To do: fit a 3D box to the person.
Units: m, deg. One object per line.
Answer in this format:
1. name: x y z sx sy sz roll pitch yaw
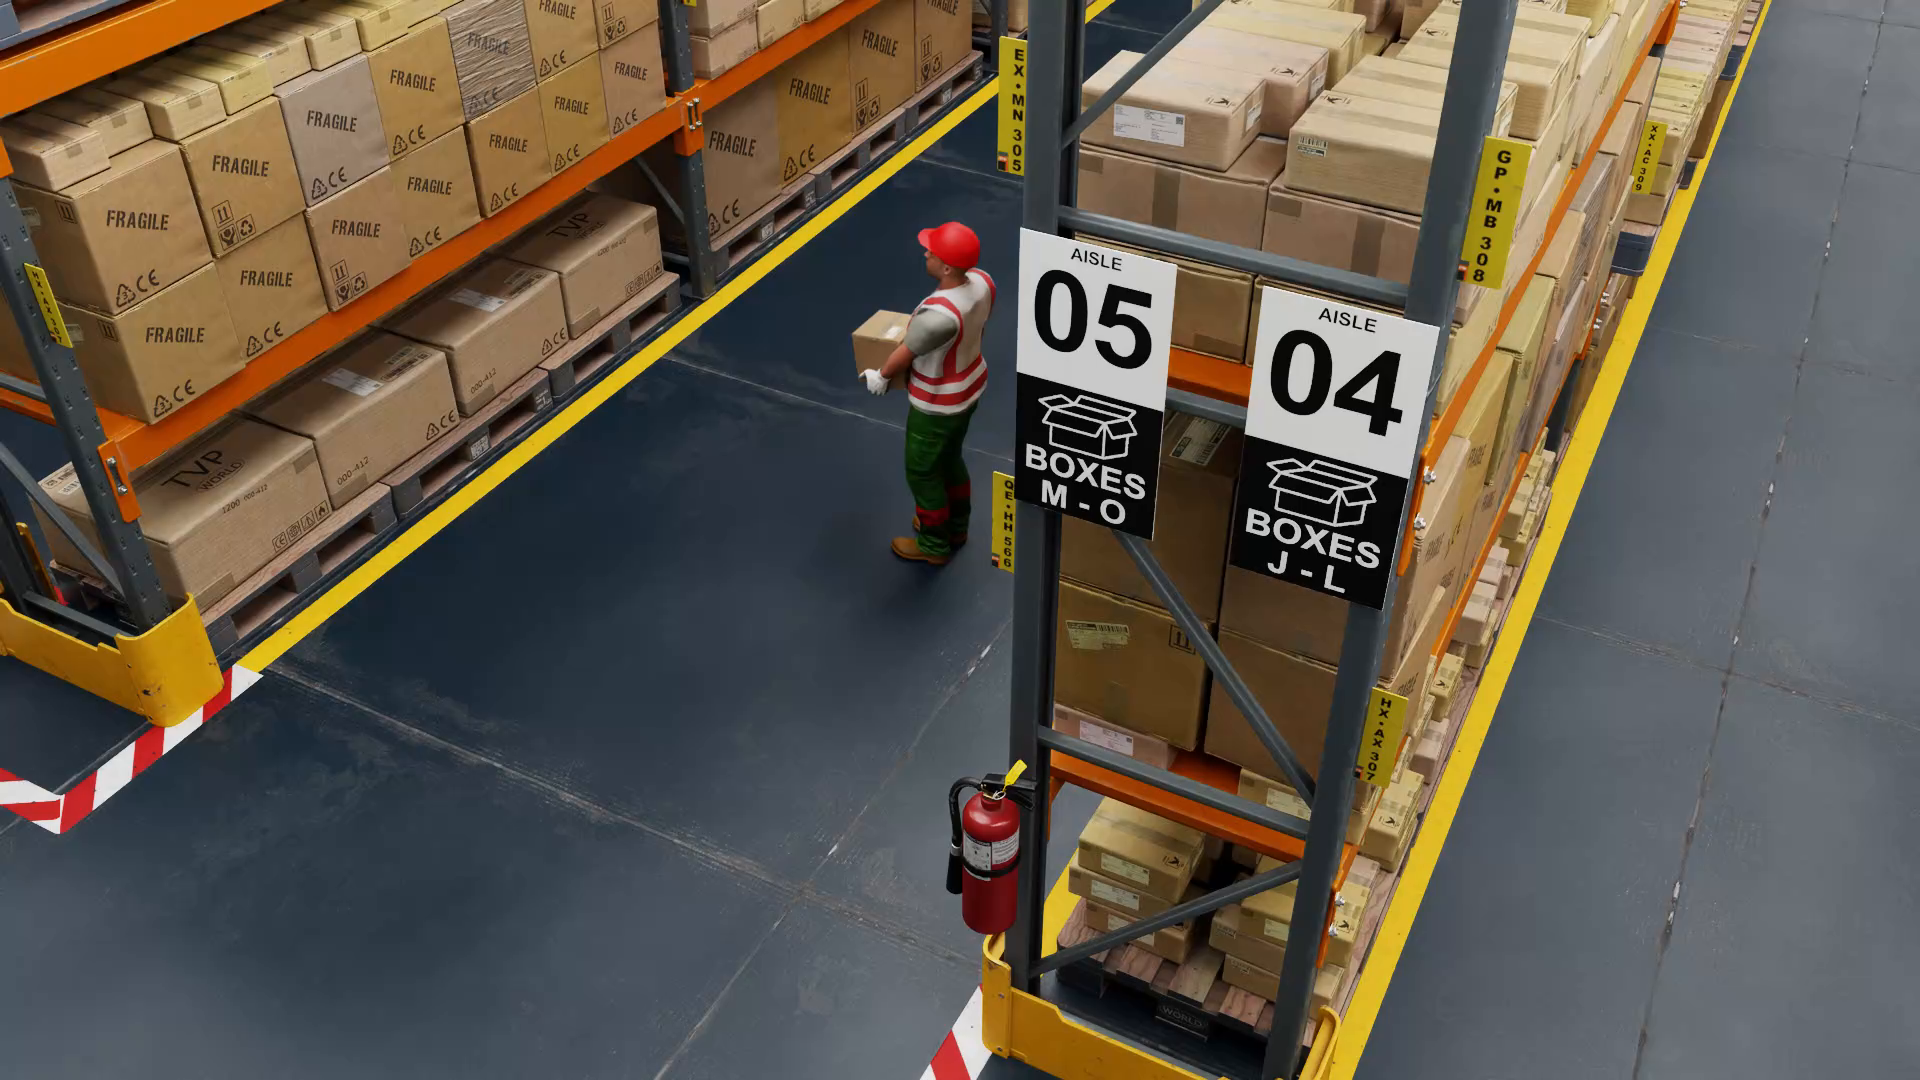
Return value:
1. person: -0.159 -0.677 7.613 0.559 1.782 0.494 18 41 22
